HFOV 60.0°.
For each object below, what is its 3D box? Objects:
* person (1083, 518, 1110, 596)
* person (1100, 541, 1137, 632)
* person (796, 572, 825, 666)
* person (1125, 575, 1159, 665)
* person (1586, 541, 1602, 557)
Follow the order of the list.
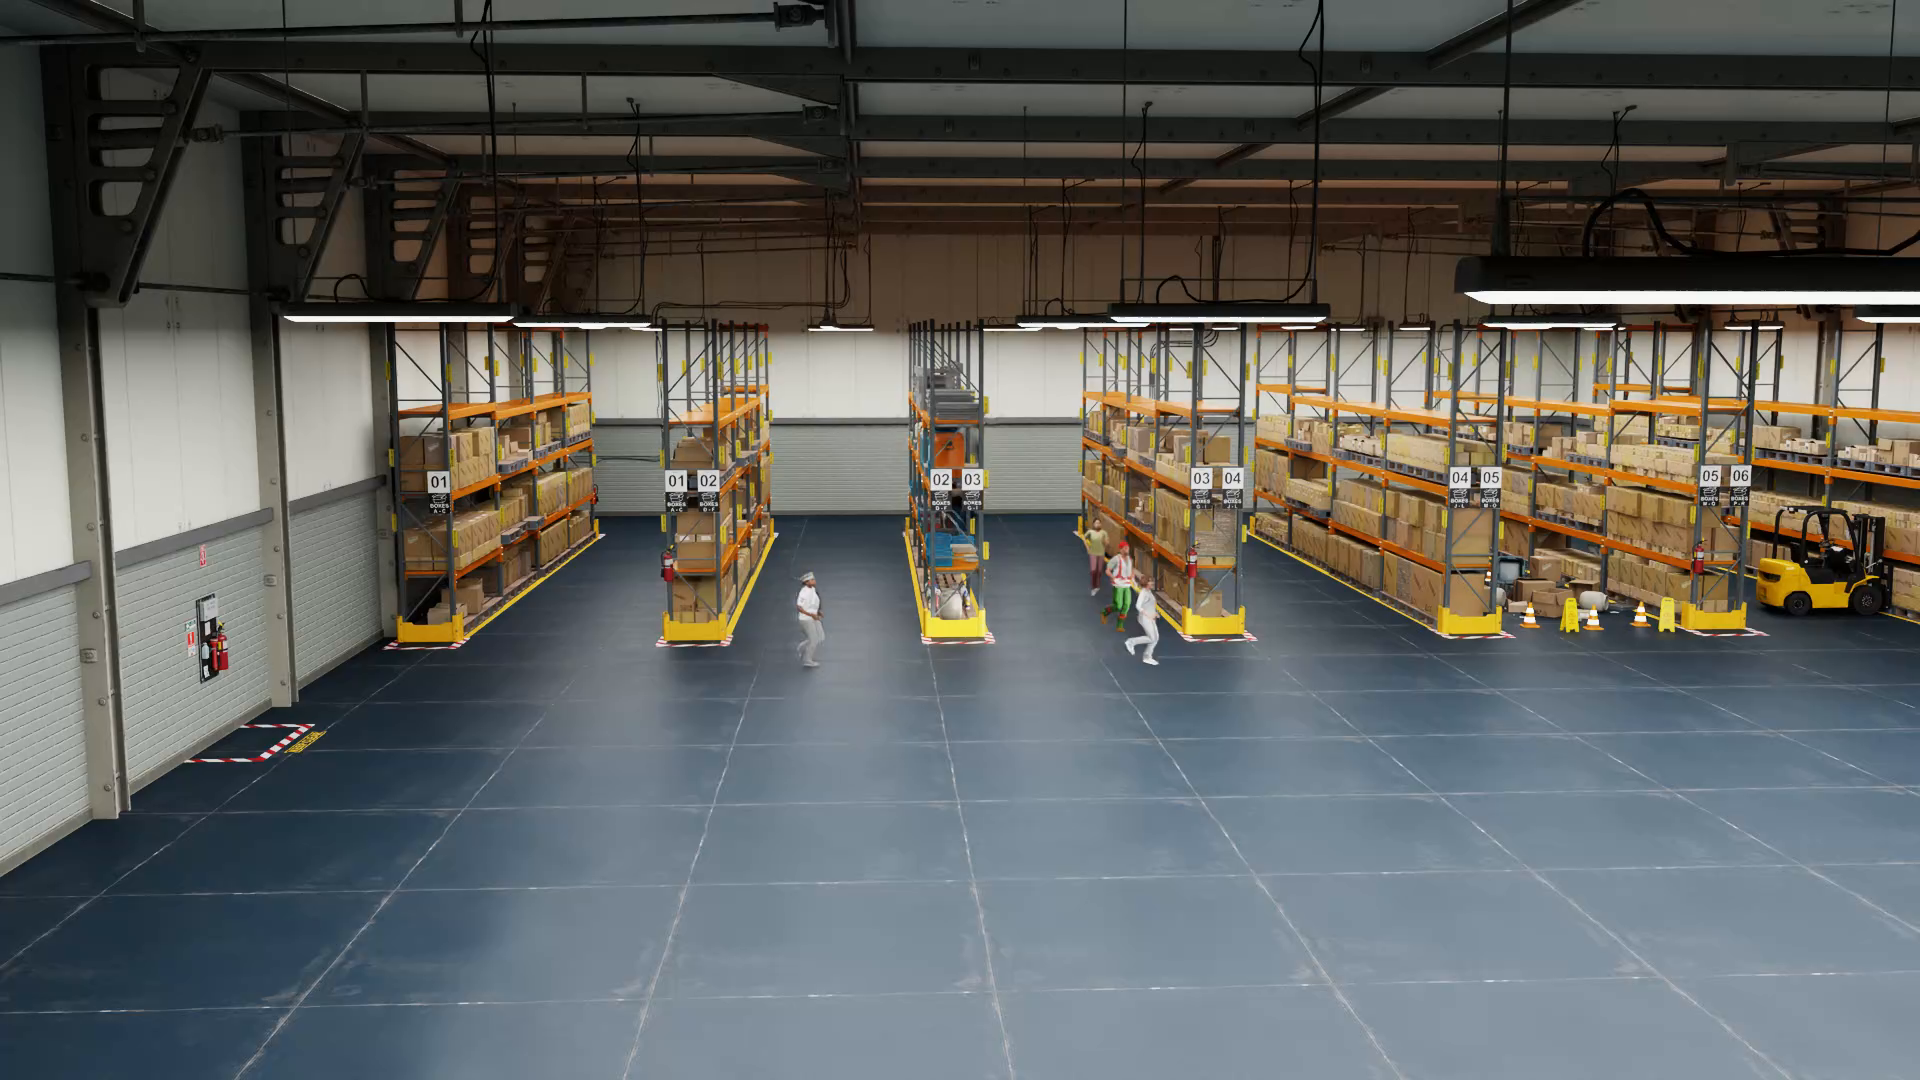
[{"bbox_3d":[3.020,0.370,36.714,0.559,1.711,0.661,0,7,-4],"label":"person"},{"bbox_3d":[3.109,0.884,32.225,0.704,1.743,0.709,-5,9,-35],"label":"person"},{"bbox_3d":[-2.607,1.360,28.727,0.530,1.654,0.555,3,7,19],"label":"person"},{"bbox_3d":[3.191,1.390,28.991,0.577,1.563,0.536,2,7,19],"label":"person"},{"bbox_3d":[15.632,-0.181,40.788,0.685,1.725,0.623,0,7,-4],"label":"person"}]
